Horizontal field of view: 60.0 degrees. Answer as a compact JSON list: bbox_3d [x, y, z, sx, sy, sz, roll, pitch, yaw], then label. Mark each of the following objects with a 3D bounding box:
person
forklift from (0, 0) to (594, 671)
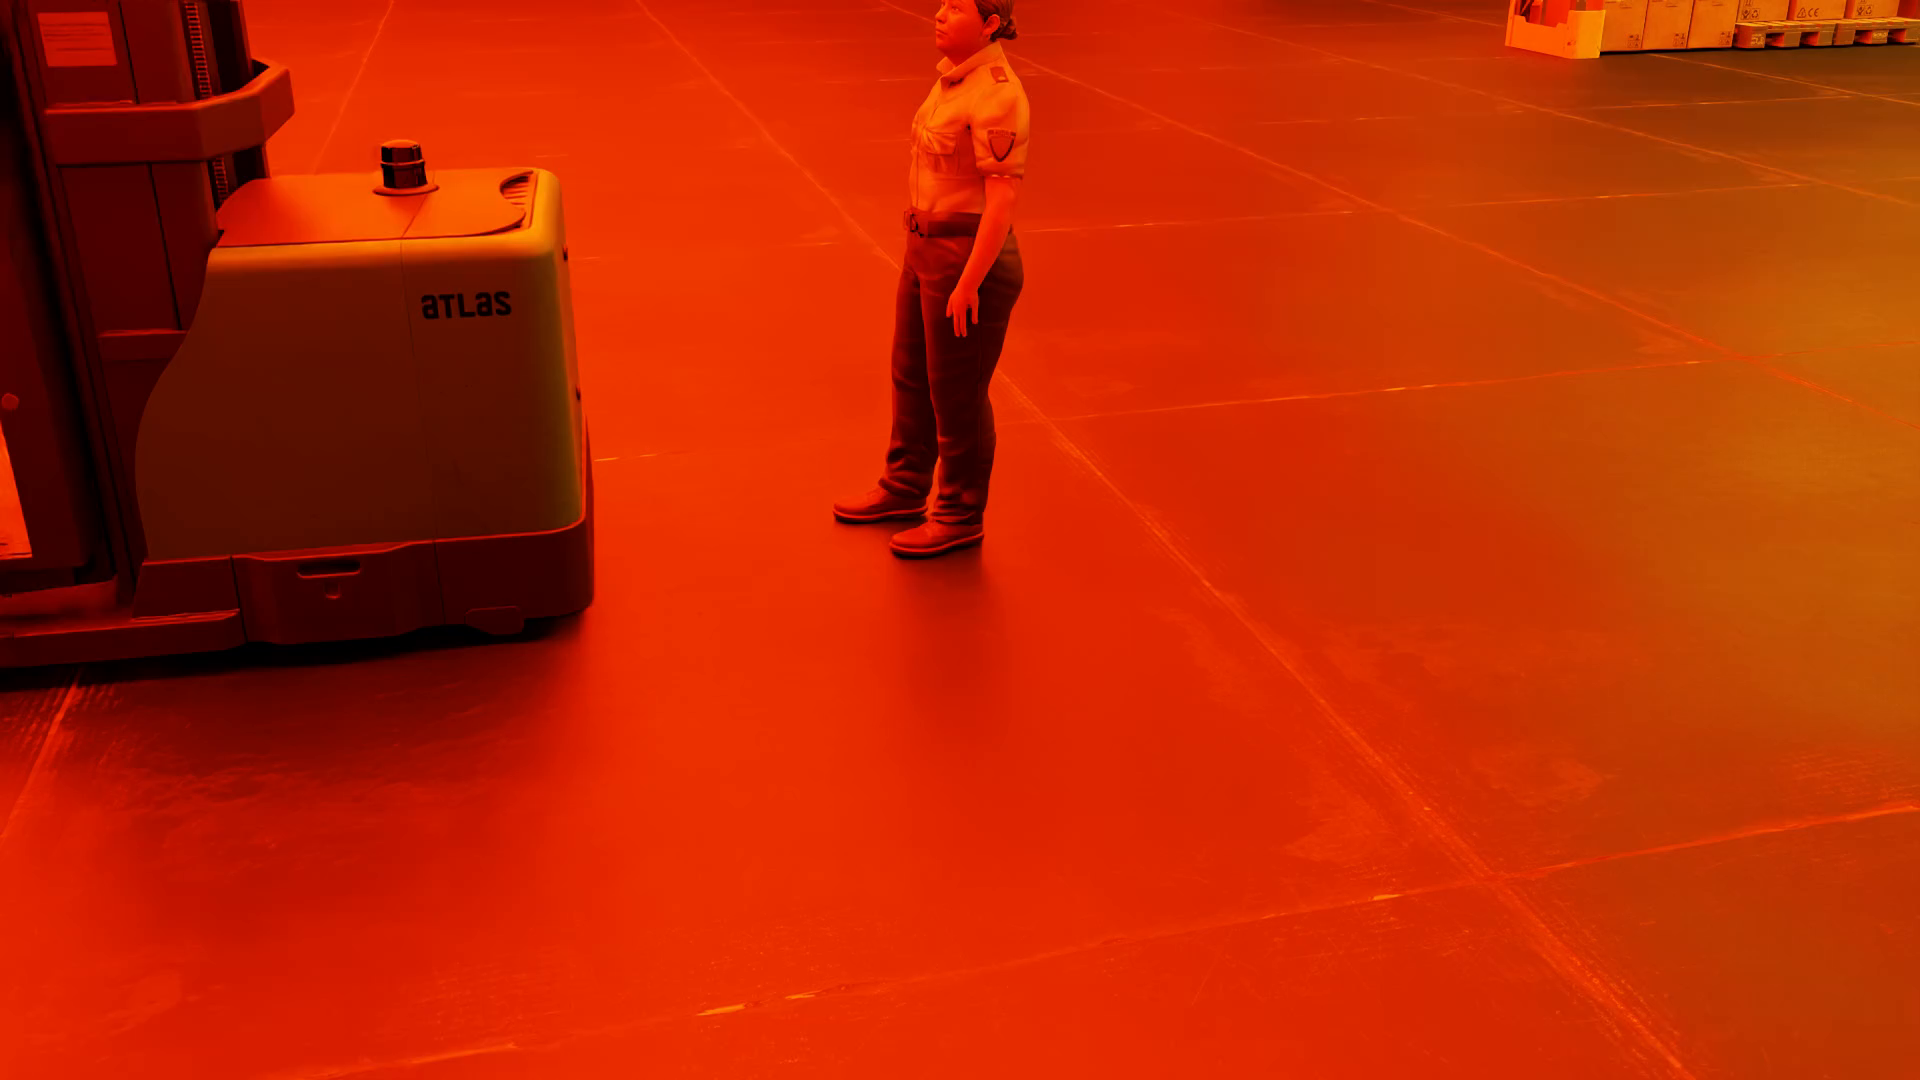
[{"bbox_3d":[-0.092,-0.759,4.728,0.503,1.638,0.598,-6,24,-14],"label":"person"},{"bbox_3d":[-2.561,-1.170,4.059,3.031,2.935,1.130,-5,23,-11],"label":"forklift"}]
